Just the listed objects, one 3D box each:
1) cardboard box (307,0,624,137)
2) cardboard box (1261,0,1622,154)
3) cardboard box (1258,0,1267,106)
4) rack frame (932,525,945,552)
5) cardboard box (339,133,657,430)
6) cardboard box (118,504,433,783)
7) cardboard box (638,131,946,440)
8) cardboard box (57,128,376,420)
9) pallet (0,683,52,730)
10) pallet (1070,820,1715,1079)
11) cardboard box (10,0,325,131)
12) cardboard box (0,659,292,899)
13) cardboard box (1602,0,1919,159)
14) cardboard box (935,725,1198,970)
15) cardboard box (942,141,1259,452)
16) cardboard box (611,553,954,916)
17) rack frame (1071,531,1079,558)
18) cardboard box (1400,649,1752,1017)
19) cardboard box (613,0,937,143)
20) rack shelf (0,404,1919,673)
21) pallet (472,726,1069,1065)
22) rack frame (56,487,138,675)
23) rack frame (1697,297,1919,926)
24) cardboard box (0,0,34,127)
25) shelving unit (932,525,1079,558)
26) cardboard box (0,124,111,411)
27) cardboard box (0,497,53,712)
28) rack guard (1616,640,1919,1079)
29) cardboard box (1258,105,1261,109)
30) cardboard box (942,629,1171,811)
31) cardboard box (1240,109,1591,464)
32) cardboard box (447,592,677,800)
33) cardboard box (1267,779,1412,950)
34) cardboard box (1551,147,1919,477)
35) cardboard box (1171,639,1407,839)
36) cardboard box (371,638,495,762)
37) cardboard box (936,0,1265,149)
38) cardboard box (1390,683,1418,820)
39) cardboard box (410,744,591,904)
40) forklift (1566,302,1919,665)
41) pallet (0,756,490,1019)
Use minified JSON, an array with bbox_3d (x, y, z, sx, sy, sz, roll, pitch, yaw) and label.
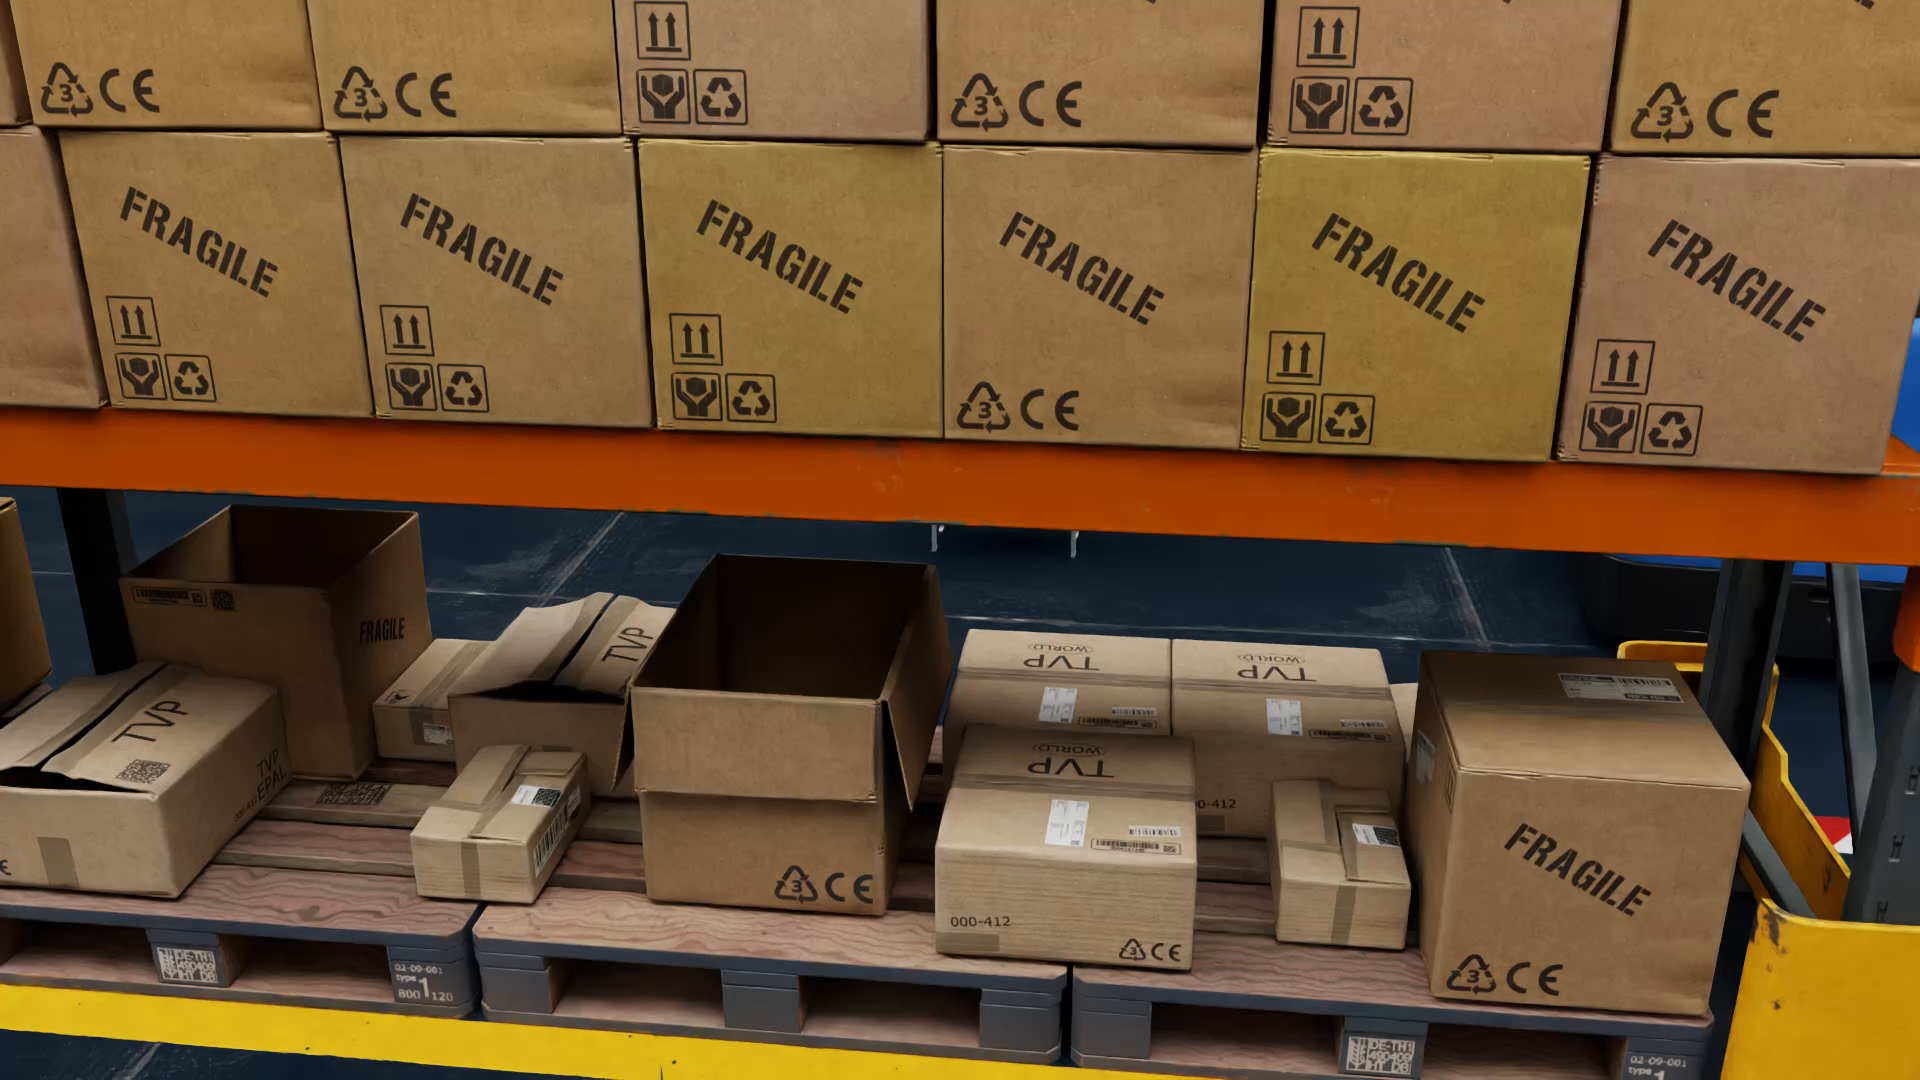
[{"bbox_3d":[-0.777,-0.985,2.856,0.500,0.500,0.500,2,22,5],"label":"cardboard box"},{"bbox_3d":[0.761,-0.920,2.692,0.500,0.500,0.500,3,22,8],"label":"cardboard box"},{"bbox_3d":[0.808,-1.115,3.185,0.500,0.500,0.500,3,22,7],"label":"cardboard box"},{"bbox_3d":[-0.078,-0.561,5.728,0.015,1.200,0.240,2,22,6],"label":"rack frame"},{"bbox_3d":[-0.755,-0.523,3.047,0.500,0.500,0.500,2,22,6],"label":"cardboard box"},{"bbox_3d":[-1.635,0.237,4.061,0.500,0.500,0.500,2,22,6],"label":"cardboard box"},{"bbox_3d":[-0.250,-0.502,2.993,0.500,0.500,0.500,2,22,6],"label":"cardboard box"},{"bbox_3d":[-1.252,-0.546,3.104,0.500,0.500,0.500,3,22,7],"label":"cardboard box"},{"bbox_3d":[-3.047,0.634,4.050,1.213,0.211,1.003,2,22,6],"label":"pallet"},{"bbox_3d":[0.870,0.791,3.652,1.213,0.211,1.003,2,22,6],"label":"pallet"},{"bbox_3d":[-1.287,-1.008,2.913,0.500,0.500,0.500,2,22,5],"label":"cardboard box"},{"bbox_3d":[-1.843,0.501,3.650,0.500,0.311,0.500,2,22,6],"label":"cardboard box"},{"bbox_3d":[1.263,-0.899,2.637,0.500,0.500,0.500,2,22,6],"label":"cardboard box"},{"bbox_3d":[0.229,0.620,3.433,0.500,0.250,0.500,2,22,6],"label":"cardboard box"},{"bbox_3d":[0.250,-0.480,2.937,0.500,0.500,0.500,3,22,7],"label":"cardboard box"},{"bbox_3d":[-0.368,0.394,3.660,0.637,0.503,0.797,2,22,6],"label":"cardboard box"},{"bbox_3d":[0.407,-0.540,5.674,0.015,1.200,0.240,2,22,6],"label":"rack frame"},{"bbox_3d":[1.169,0.556,3.256,0.500,0.500,0.500,2,22,6],"label":"cardboard box"},{"bbox_3d":[-0.264,-0.963,2.801,0.500,0.500,0.500,3,22,8],"label":"cardboard box"},{"bbox_3d":[-0.249,-0.220,3.396,4.000,0.370,1.077,2,22,6],"label":"rack shelf"},{"bbox_3d":[-0.338,0.737,3.788,1.213,0.211,1.003,2,22,6],"label":"pallet"},{"bbox_3d":[-2.235,-0.642,3.483,0.127,3.000,1.000,2,22,6],"label":"rack frame"},{"bbox_3d":[1.738,-0.468,3.045,0.127,3.000,1.000,2,22,6],"label":"rack frame"},{"bbox_3d":[-1.800,-1.030,2.969,0.500,0.500,0.500,3,22,8],"label":"cardboard box"},{"bbox_3d":[0.164,-0.551,5.701,0.503,1.200,0.258,2,22,6],"label":"shelving unit"},{"bbox_3d":[-1.761,-0.567,3.157,0.500,0.500,0.500,3,22,8],"label":"cardboard box"},{"bbox_3d":[-2.686,0.206,4.139,0.500,0.500,0.500,2,22,4],"label":"cardboard box"},{"bbox_3d":[1.662,0.691,3.513,0.348,0.500,1.175,2,22,6],"label":"rack guard"},{"bbox_3d":[0.815,-0.651,3.370,0.500,0.500,0.500,2,22,6],"label":"cardboard box"},{"bbox_3d":[0.238,0.435,3.901,0.500,0.250,0.500,2,22,6],"label":"cardboard box"},{"bbox_3d":[0.745,-0.456,2.878,0.500,0.500,0.500,3,22,7],"label":"cardboard box"},{"bbox_3d":[-0.891,0.358,4.014,0.500,0.311,0.500,2,22,6],"label":"cardboard box"},{"bbox_3d":[0.777,0.661,3.444,0.250,0.166,0.380,2,22,6],"label":"cardboard box"},{"bbox_3d":[1.261,-0.435,2.824,0.500,0.500,0.500,3,22,8],"label":"cardboard box"},{"bbox_3d":[0.734,0.457,3.846,0.500,0.250,0.500,2,22,6],"label":"cardboard box"},{"bbox_3d":[-1.256,0.395,4.140,0.250,0.149,0.380,2,22,6],"label":"cardboard box"},{"bbox_3d":[0.246,-0.941,2.744,0.500,0.500,0.500,3,22,8],"label":"cardboard box"},{"bbox_3d":[1.114,0.490,3.876,0.250,0.166,0.380,2,22,6],"label":"cardboard box"},{"bbox_3d":[-0.983,0.602,3.592,0.250,0.166,0.380,2,22,6],"label":"cardboard box"},{"bbox_3d":[3.500,-1.076,4.675,3.031,2.935,1.130,5,22,12],"label":"forklift"},{"bbox_3d":[-1.553,0.685,3.919,1.213,0.211,1.003,2,22,6],"label":"pallet"}]
